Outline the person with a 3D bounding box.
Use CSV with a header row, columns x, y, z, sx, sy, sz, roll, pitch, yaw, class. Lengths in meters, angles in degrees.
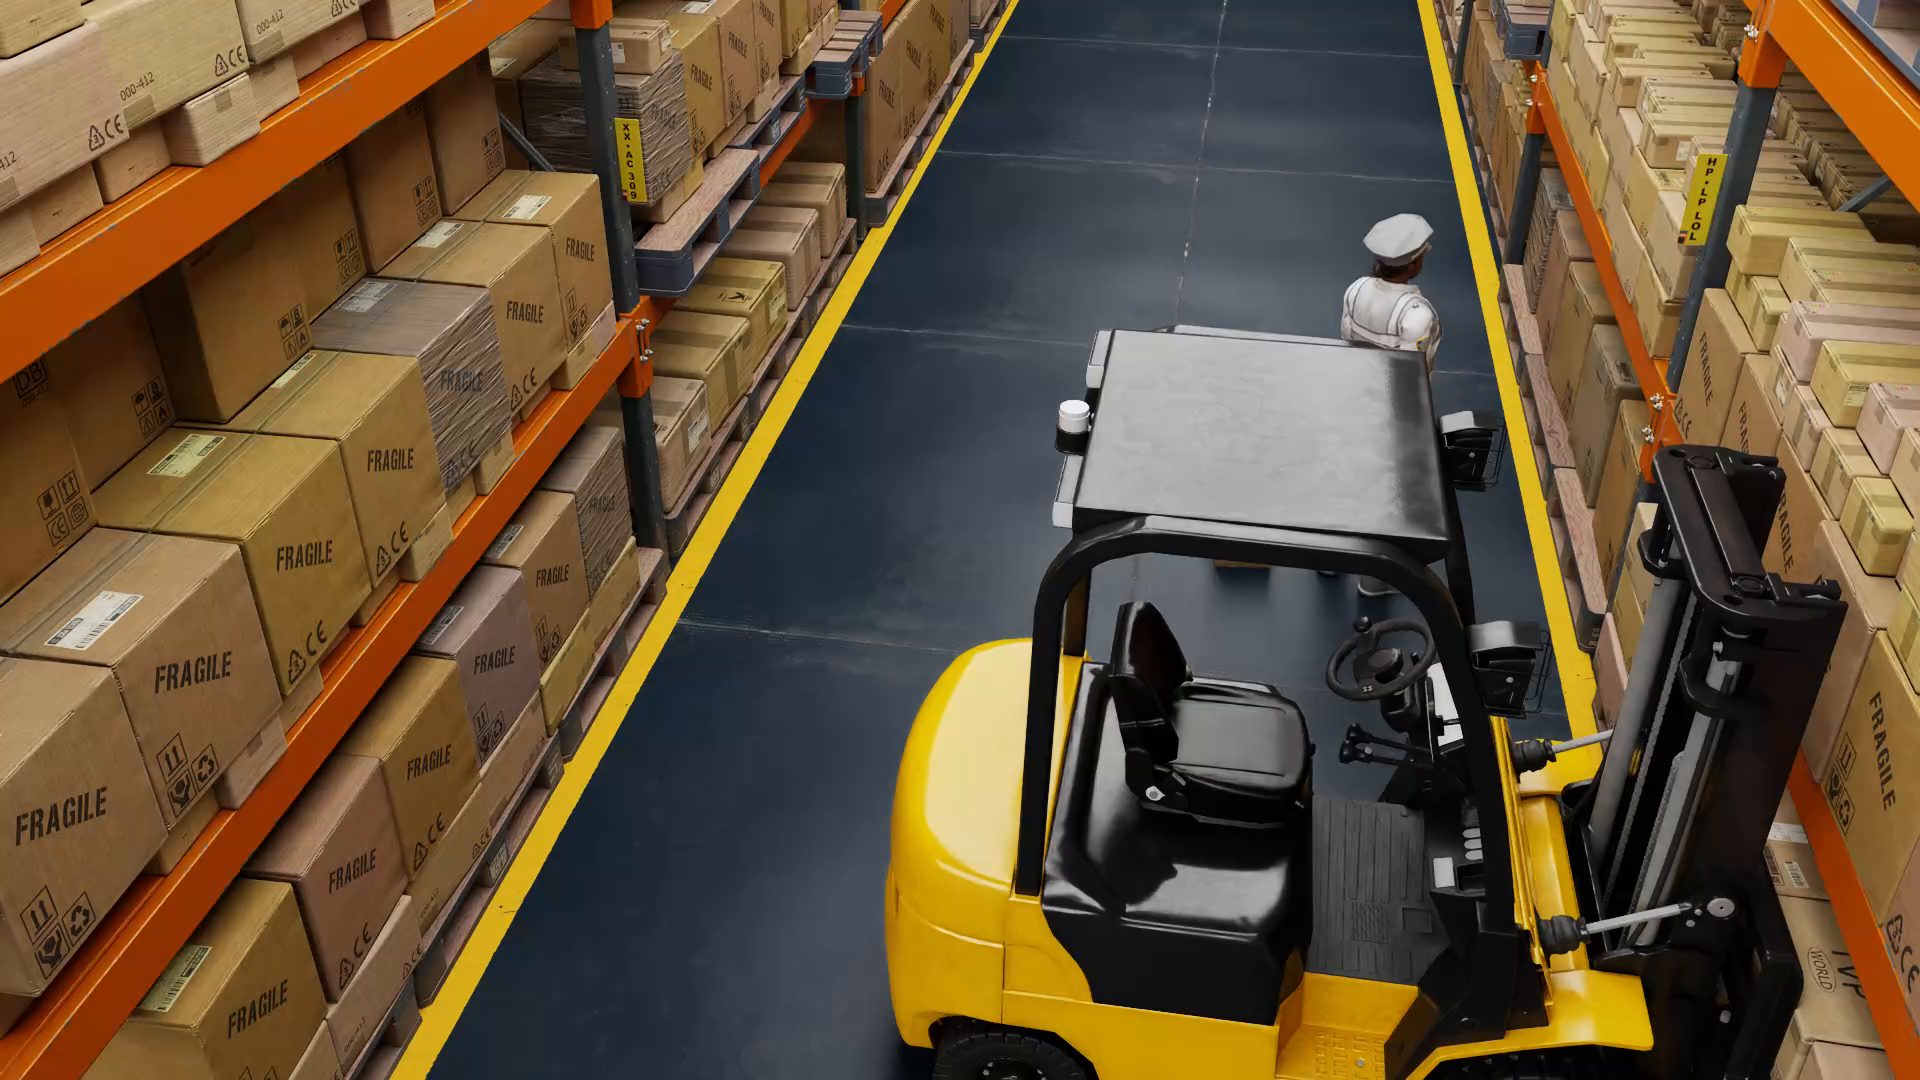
x,y,z,sx,sy,sz,roll,pitch,yaw,class
1.778,-0.548,6.968,0.354,1.694,0.439,-22,38,-30,person
